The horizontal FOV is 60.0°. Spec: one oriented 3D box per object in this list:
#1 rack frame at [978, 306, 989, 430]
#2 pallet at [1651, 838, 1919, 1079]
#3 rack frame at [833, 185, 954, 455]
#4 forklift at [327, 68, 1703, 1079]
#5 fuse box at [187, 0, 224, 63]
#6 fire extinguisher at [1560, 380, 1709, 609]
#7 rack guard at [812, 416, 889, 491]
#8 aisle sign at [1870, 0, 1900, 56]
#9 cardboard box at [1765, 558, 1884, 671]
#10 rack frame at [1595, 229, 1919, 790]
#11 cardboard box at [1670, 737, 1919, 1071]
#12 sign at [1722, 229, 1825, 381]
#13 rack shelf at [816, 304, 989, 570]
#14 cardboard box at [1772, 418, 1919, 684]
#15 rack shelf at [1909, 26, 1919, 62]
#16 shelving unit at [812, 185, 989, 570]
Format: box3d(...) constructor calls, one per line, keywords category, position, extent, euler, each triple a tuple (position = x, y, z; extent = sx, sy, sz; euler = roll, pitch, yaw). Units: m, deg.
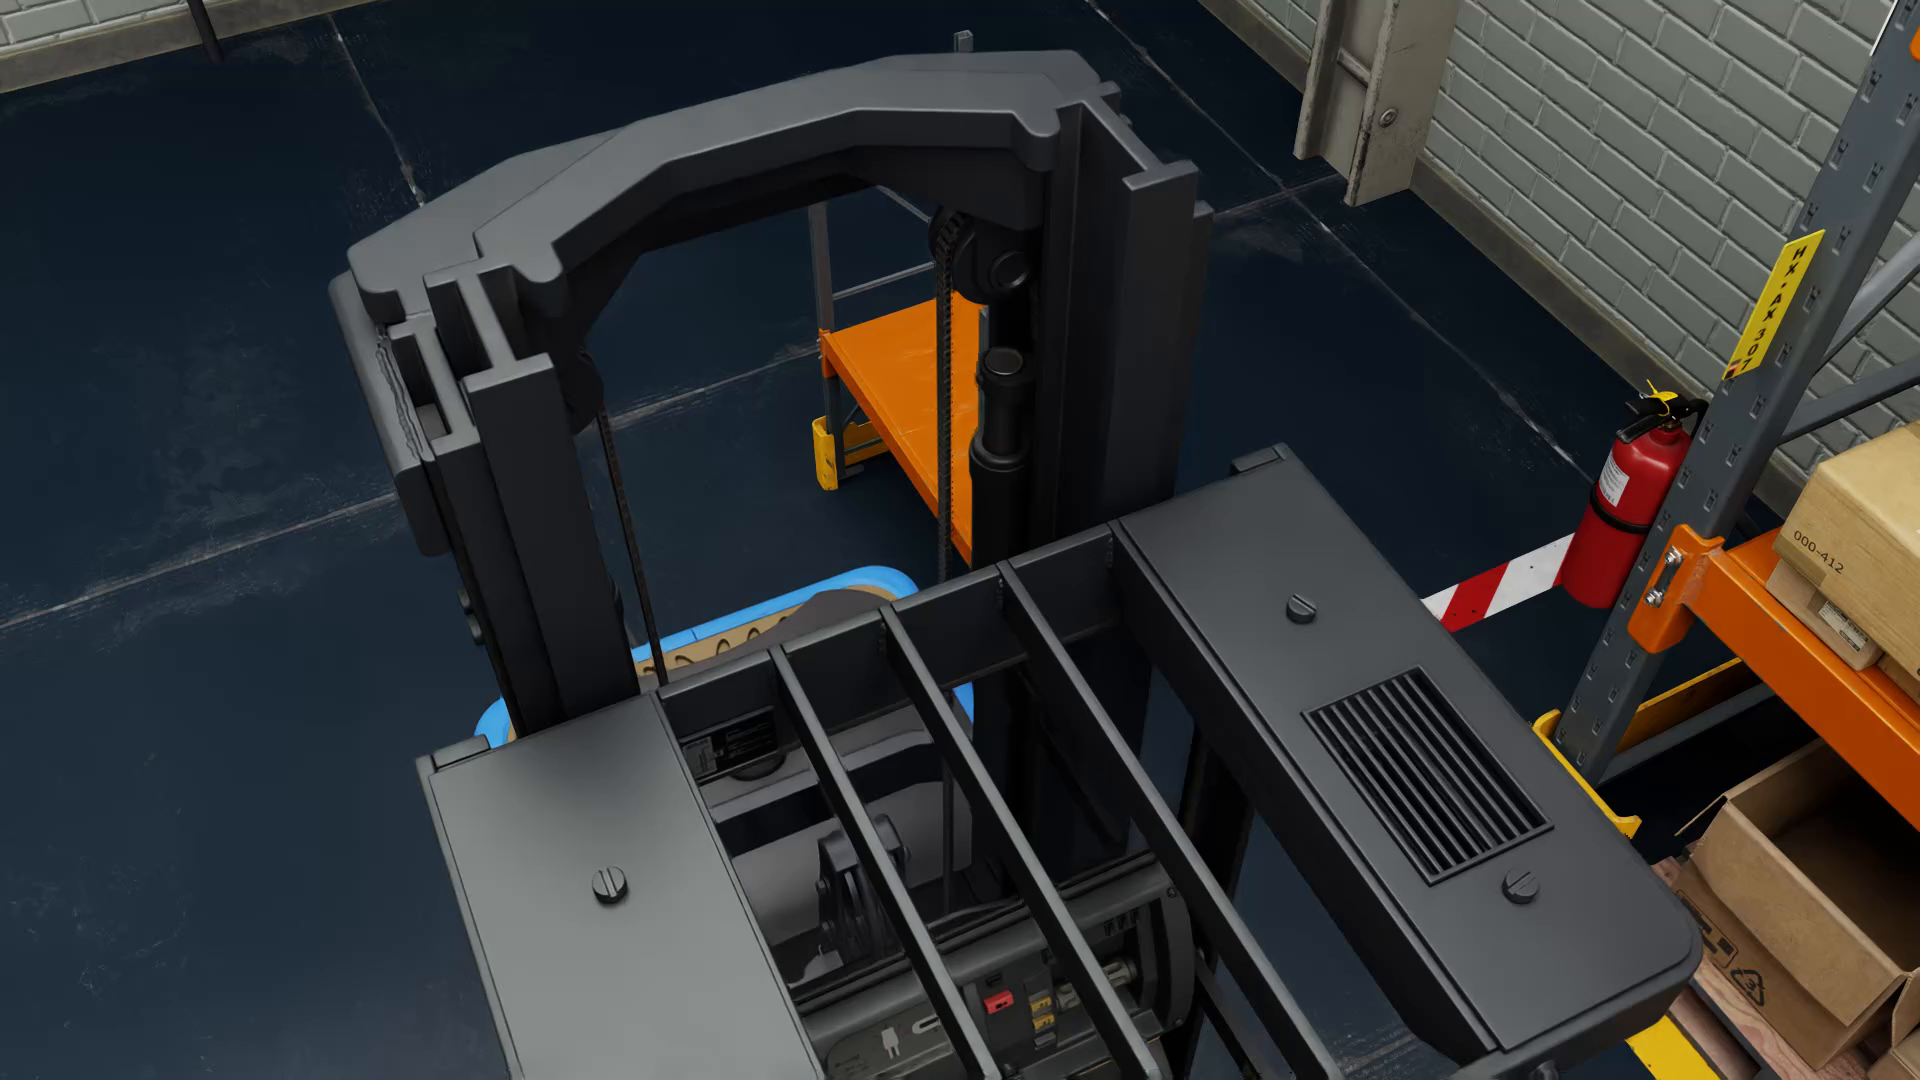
box3d(category="rack frame", position=(0.272, -0.096, 4.338), extent=(0.500, 1.500, 0.032), euler=(-21, 52, -18))
box3d(category="pallet", position=(2.377, 1.173, 4.084), extent=(1.003, 0.211, 1.213), euler=(-21, 52, -18))
box3d(category="rack frame", position=(-0.192, -0.777, 4.934), extent=(0.475, 1.308, 0.013), euler=(-21, 52, -18))
box3d(category="forklift", position=(0.047, 0.937, 2.483), extent=(1.130, 2.935, 3.031), euler=(-20, 52, -17))
box3d(category="fuse box", position=(-3.102, -2.585, 6.374), extent=(0.539, 1.711, 0.414), euler=(-21, 52, -18))
box3d(category="fire extinguisher", position=(1.498, -0.121, 3.662), extent=(0.296, 0.674, 0.183), euler=(-21, 52, -18))
box3d(category="rack guard", position=(-0.193, -0.365, 5.403), extent=(0.587, 0.250, 0.087), euler=(-21, 52, -18))
box3d(category="aisle sign", position=(1.684, -1.130, 2.518), extent=(0.394, 0.787, 0.004), euler=(-21, 52, -18))
box3d(category="cardboard box", position=(1.883, 0.068, 3.365), extent=(0.380, 0.149, 0.250), euler=(-22, 52, -18))
box3d(category="rack frame", position=(1.973, -0.328, 3.544), extent=(0.949, 2.616, 0.053), euler=(-21, 52, -18))
box3d(category="cardboard box", position=(2.172, 0.796, 3.940), extent=(0.797, 0.503, 0.637), euler=(-23, 53, -19))
box3d(category="sign", position=(1.494, -0.428, 3.056), extent=(0.100, 0.325, 0.005), euler=(-21, 52, -18))
box3d(category="rack shelf", position=(0.039, -0.318, 4.771), extent=(0.538, 0.185, 1.000), euler=(-21, 52, -18))
box3d(category="cardboard box", position=(1.944, 0.018, 3.143), extent=(0.500, 0.250, 0.500), euler=(-21, 52, -17))
box3d(category="rack shelf", position=(2.891, 0.258, 1.516), extent=(1.077, 0.370, 4.000), euler=(-21, 52, -18))
box3d(category="shelving unit", position=(0.035, -0.443, 4.641), extent=(0.587, 1.500, 1.083), euler=(-21, 52, -18))
